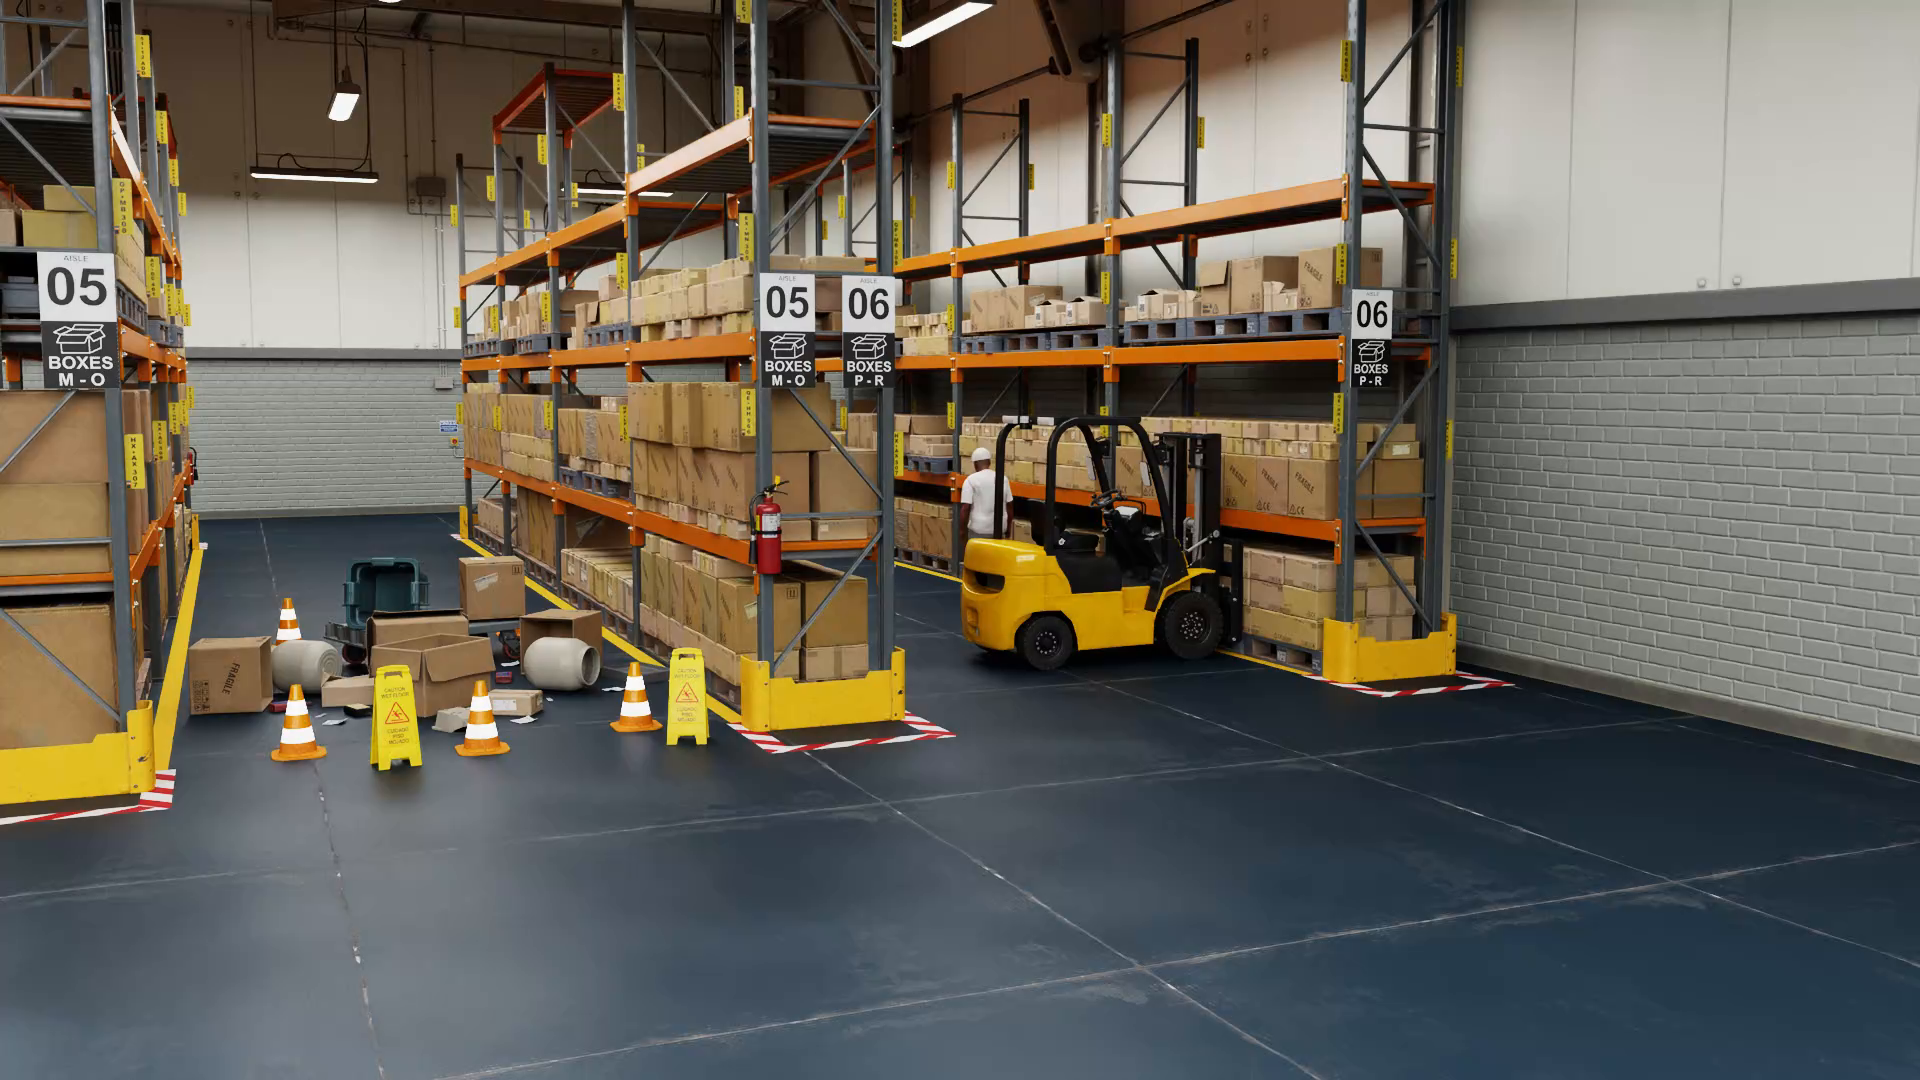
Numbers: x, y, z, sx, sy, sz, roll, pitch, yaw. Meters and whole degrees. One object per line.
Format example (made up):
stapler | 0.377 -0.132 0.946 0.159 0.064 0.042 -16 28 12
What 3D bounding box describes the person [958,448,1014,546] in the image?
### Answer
person | 0.275 -0.110 17.843 0.626 1.761 0.455 -2 6 -24
